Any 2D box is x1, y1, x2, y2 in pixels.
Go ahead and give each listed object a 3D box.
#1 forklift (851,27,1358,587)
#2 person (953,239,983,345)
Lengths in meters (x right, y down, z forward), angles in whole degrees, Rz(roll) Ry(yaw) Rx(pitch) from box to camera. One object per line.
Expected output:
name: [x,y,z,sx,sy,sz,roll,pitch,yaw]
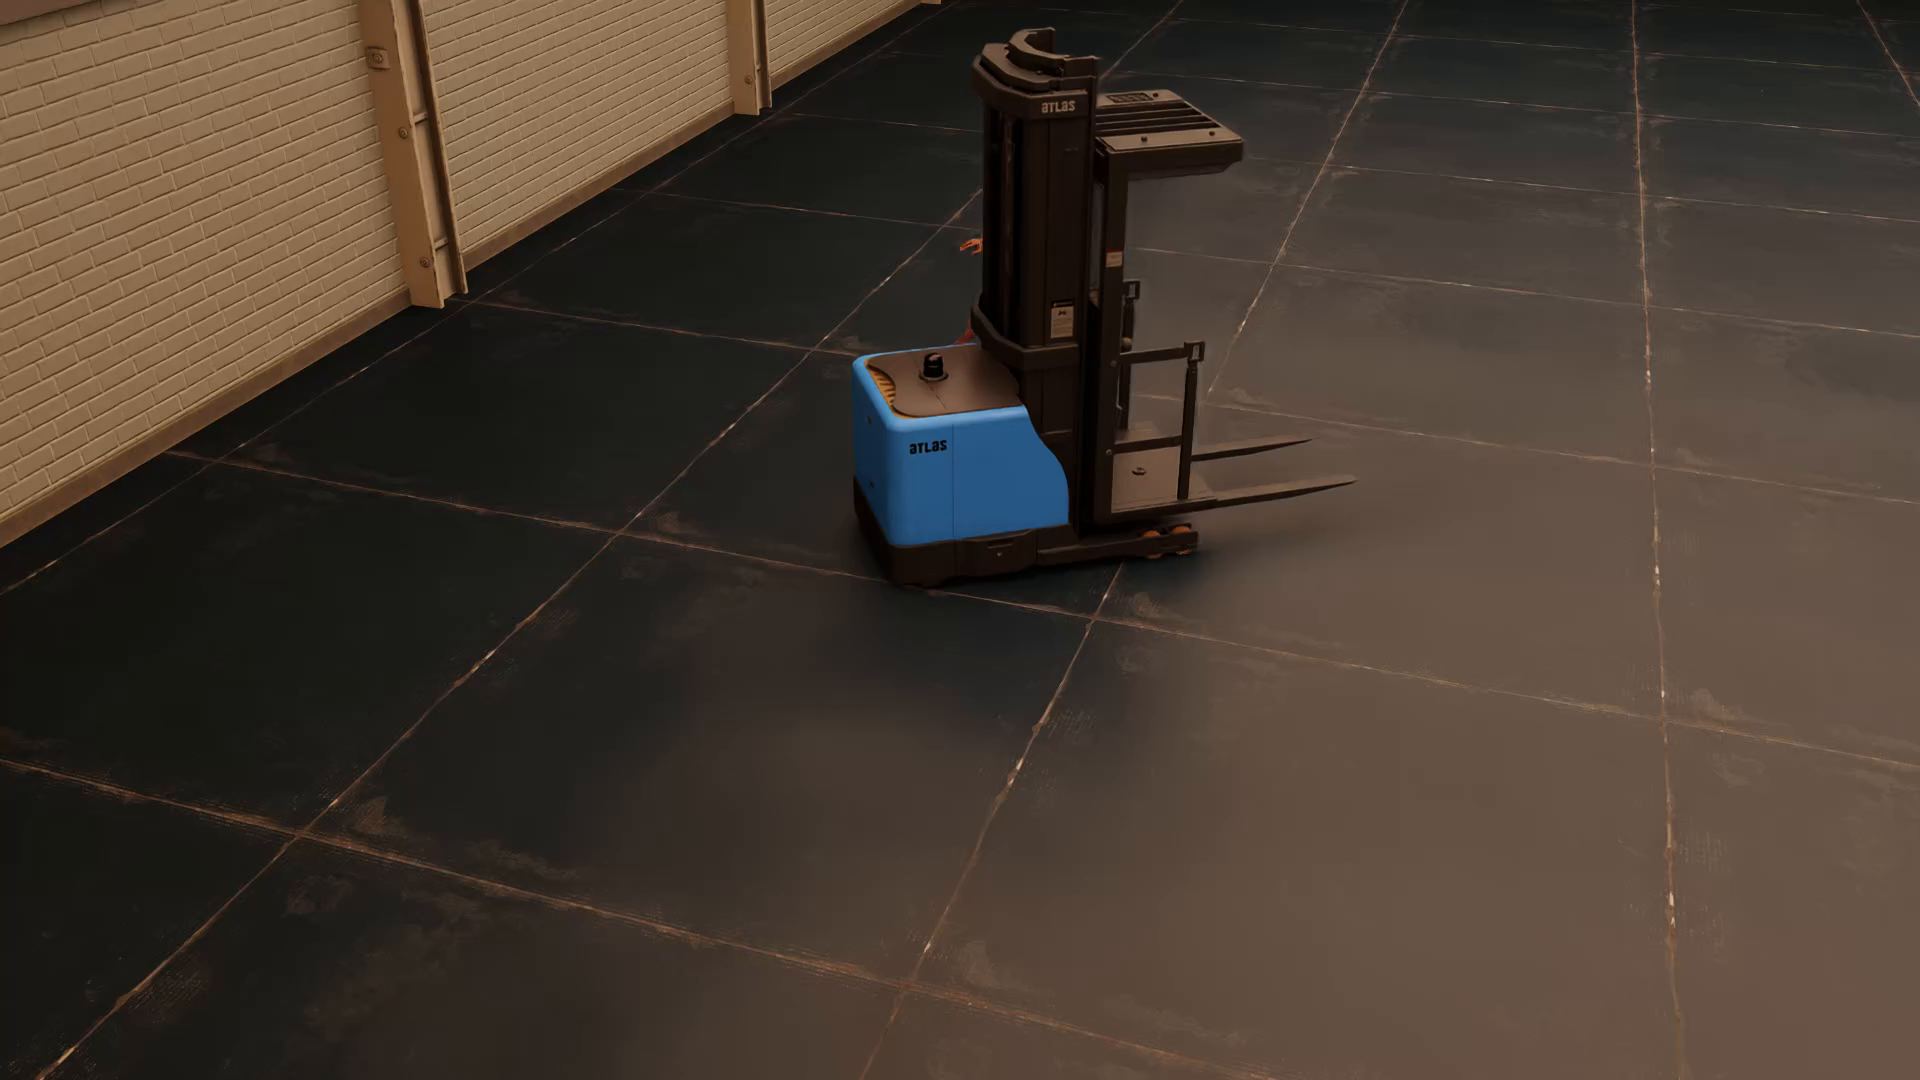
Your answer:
forklift: [0.921,-1.404,9.599,3.031,2.935,1.130,-8,31,-14]
person: [0.254,-1.491,11.243,0.839,1.503,0.973,-7,30,-11]
